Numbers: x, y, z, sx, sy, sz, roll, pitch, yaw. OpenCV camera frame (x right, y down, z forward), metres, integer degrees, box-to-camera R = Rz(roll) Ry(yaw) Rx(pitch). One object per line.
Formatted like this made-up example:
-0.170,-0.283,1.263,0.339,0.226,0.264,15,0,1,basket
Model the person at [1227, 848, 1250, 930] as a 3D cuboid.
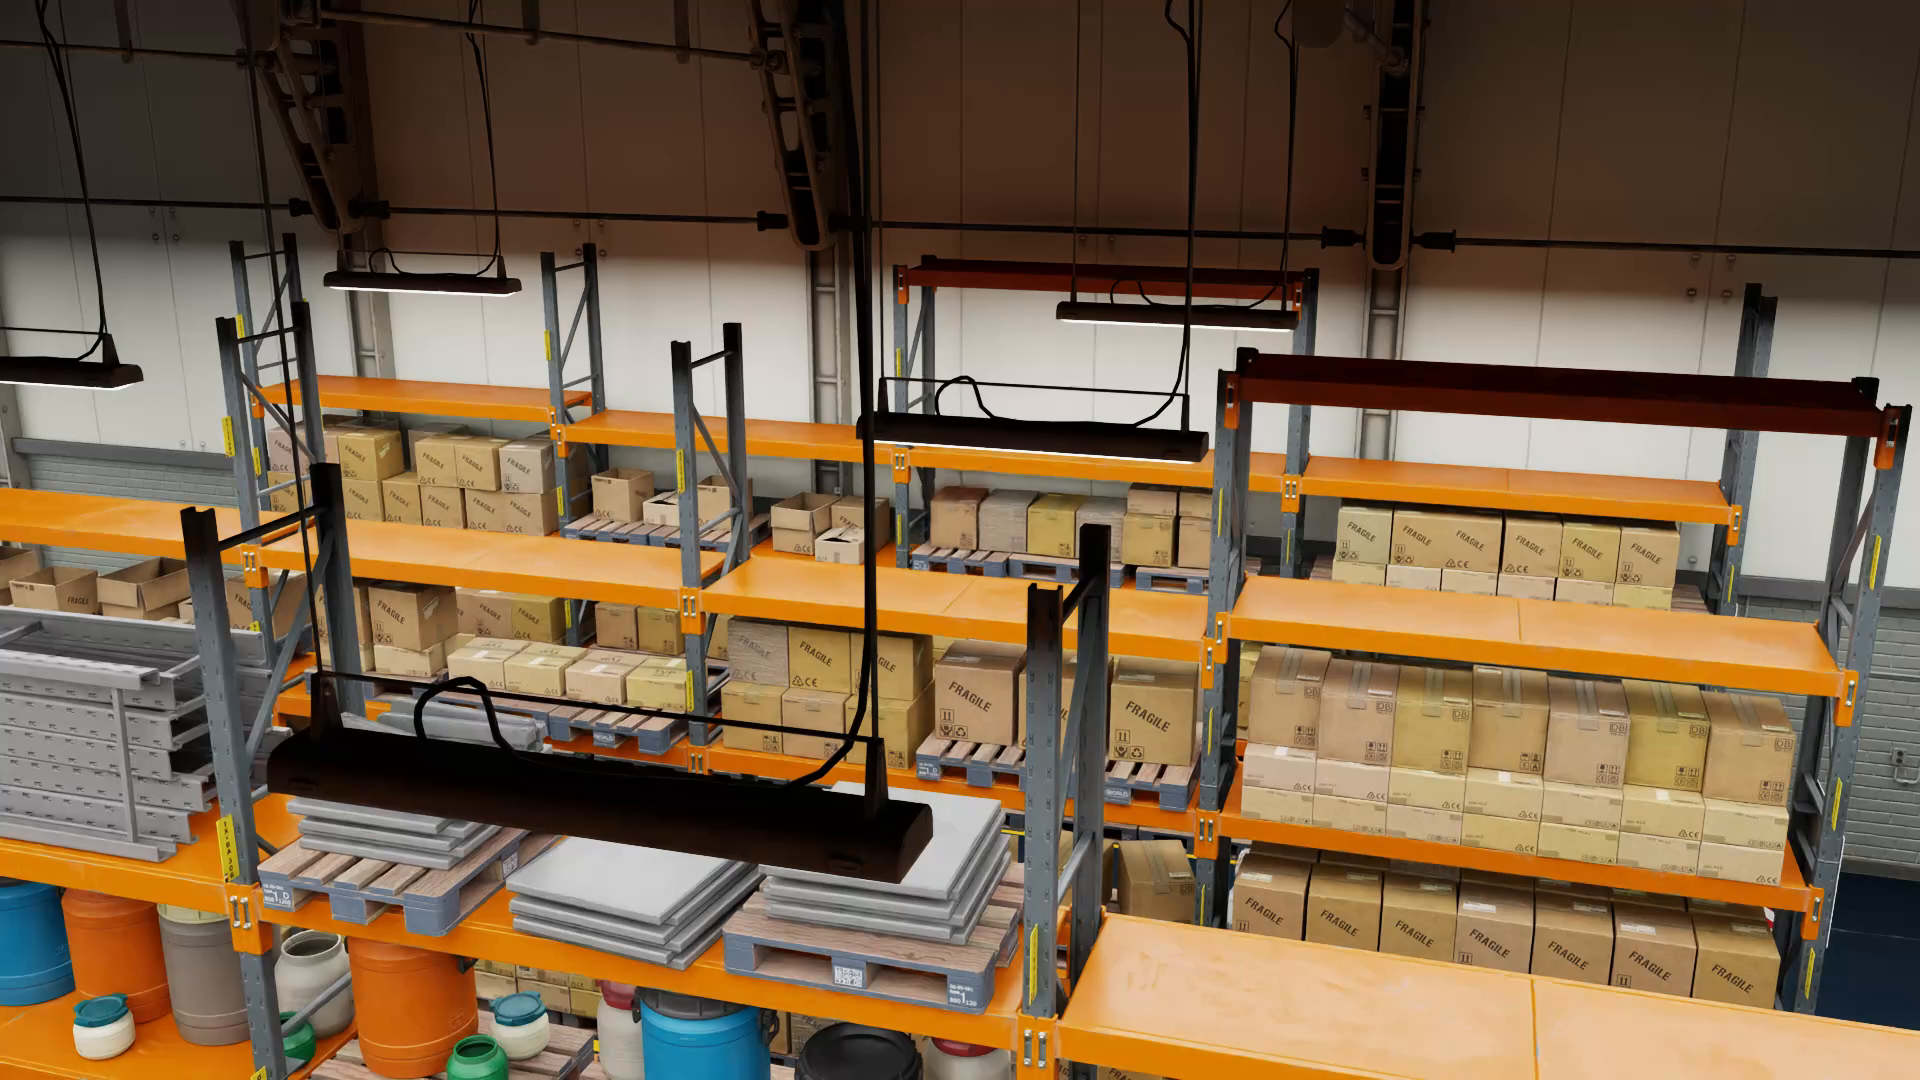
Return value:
2.413,3.276,14.298,0.606,1.741,0.610,-2,16,-6,person
